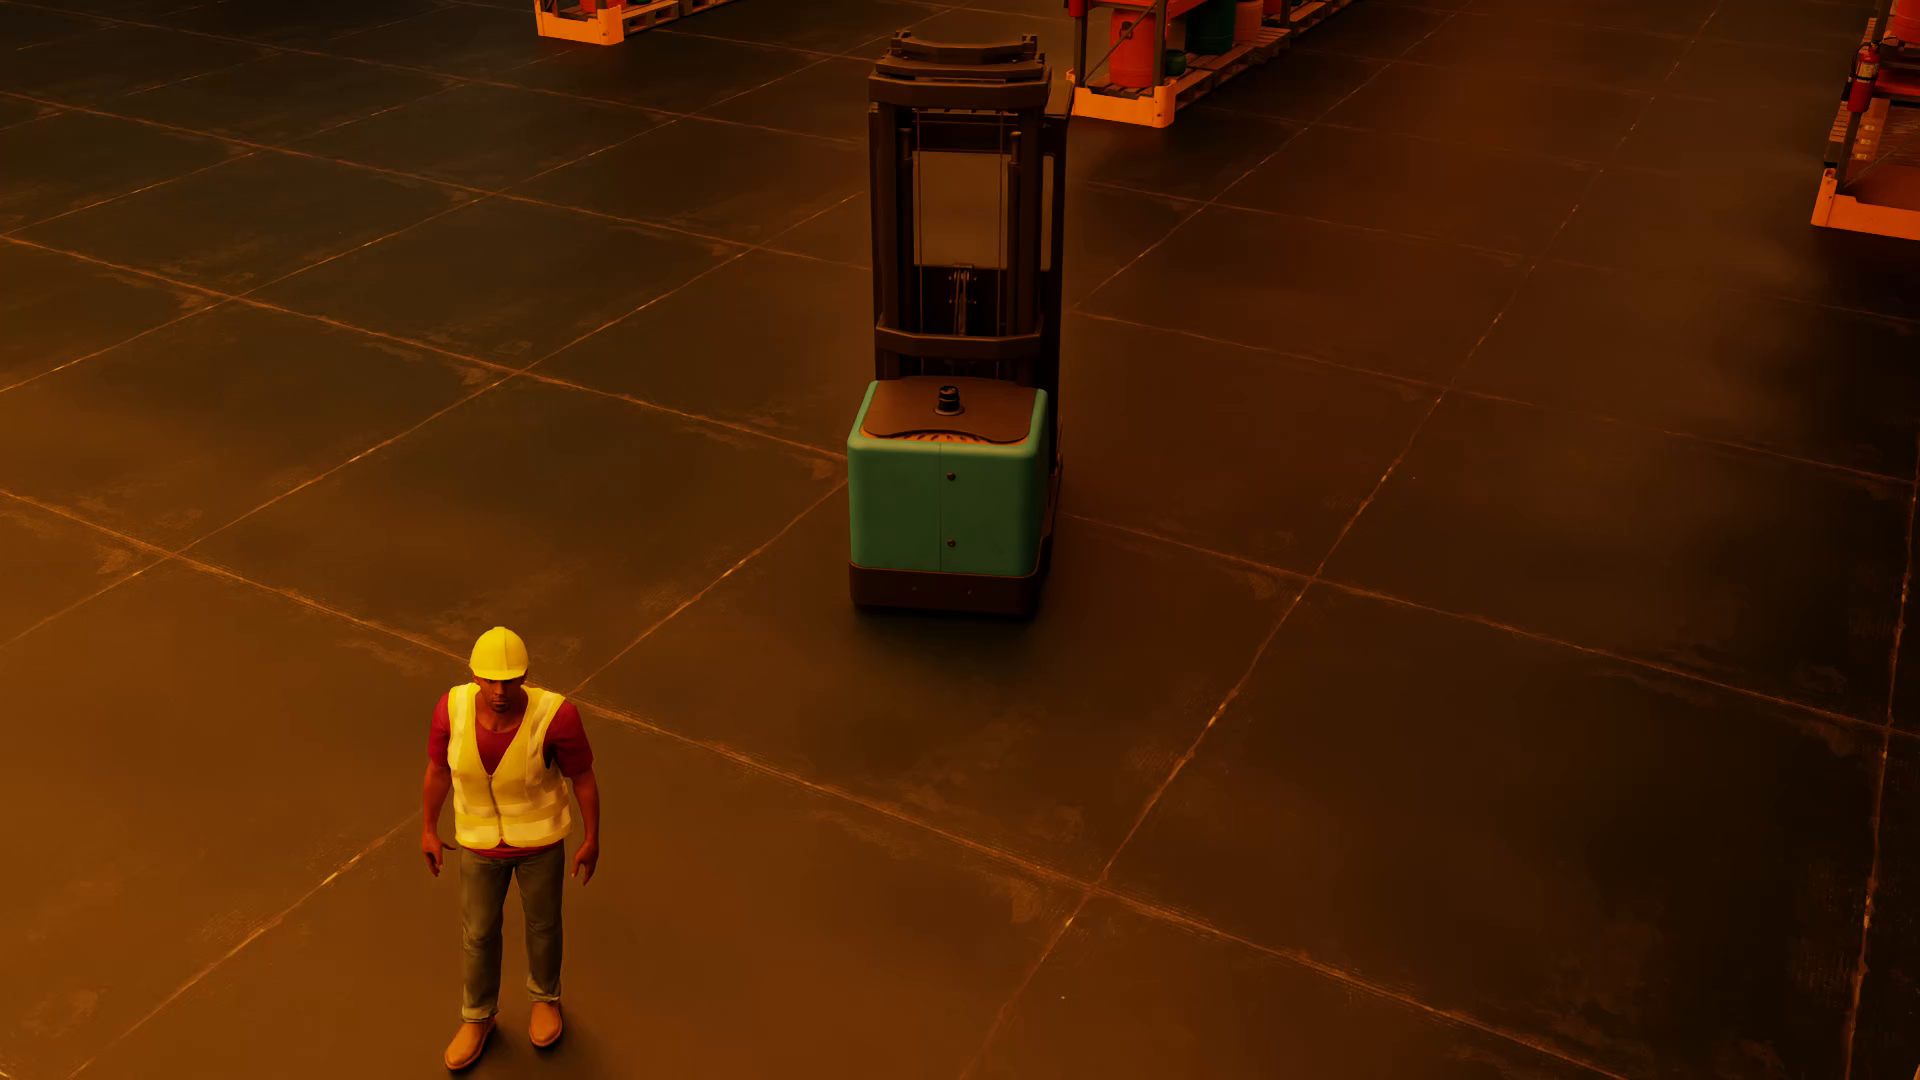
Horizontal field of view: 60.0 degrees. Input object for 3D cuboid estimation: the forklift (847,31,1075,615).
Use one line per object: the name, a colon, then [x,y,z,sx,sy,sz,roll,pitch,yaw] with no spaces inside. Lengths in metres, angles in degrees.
forklift: [0.072,-1.572,9.794,1.130,2.935,3.031,3,30,6]

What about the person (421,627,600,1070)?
person: [-1.689,1.154,6.222,0.665,1.766,0.577,0,30,-1]
